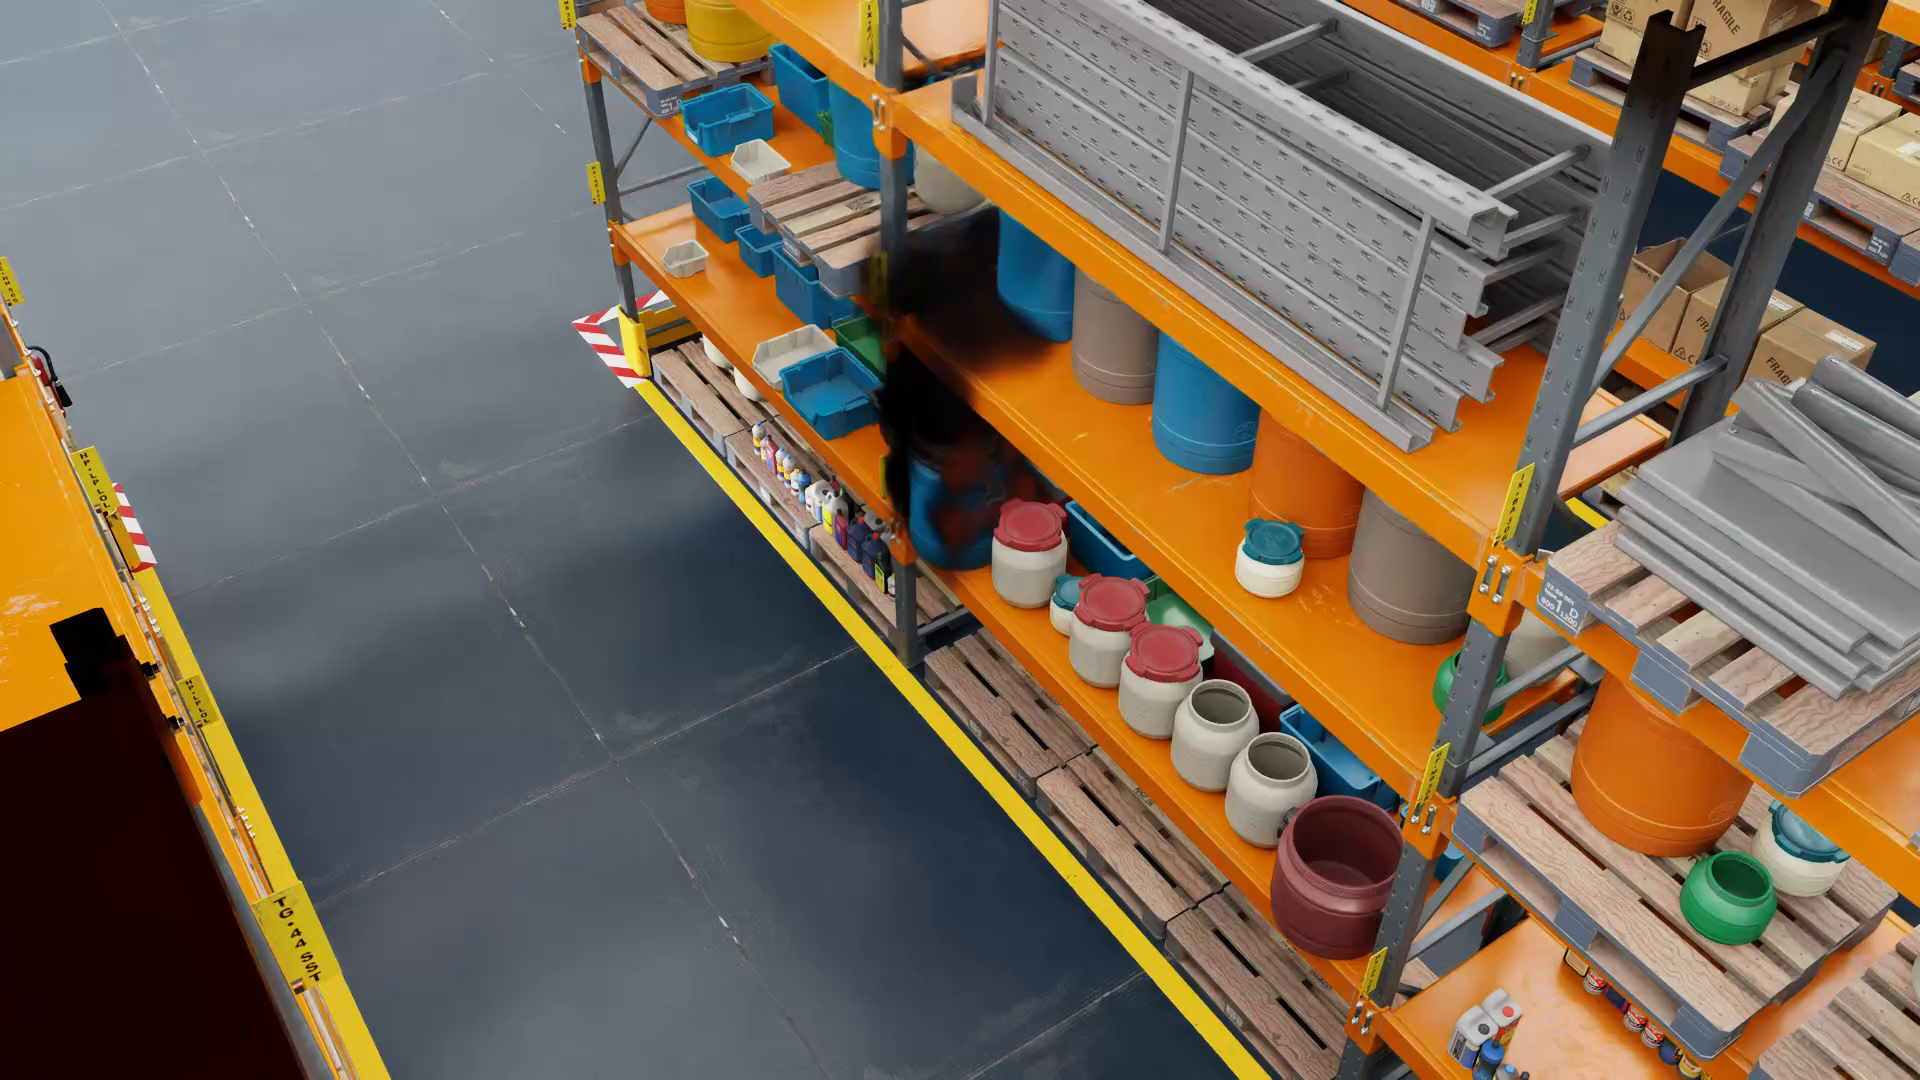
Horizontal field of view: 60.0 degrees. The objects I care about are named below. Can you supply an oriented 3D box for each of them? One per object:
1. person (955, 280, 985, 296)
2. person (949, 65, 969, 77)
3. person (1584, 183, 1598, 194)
[{"bbox_3d":[0.067,-2.016,12.309,0.723,1.813,0.543,34,52,31],"label":"person"},{"bbox_3d":[-0.298,-4.896,15.815,0.793,1.755,0.706,-2,43,-2],"label":"person"},{"bbox_3d":[5.184,-2.681,13.451,0.607,1.613,0.899,-25,48,-25],"label":"person"}]
